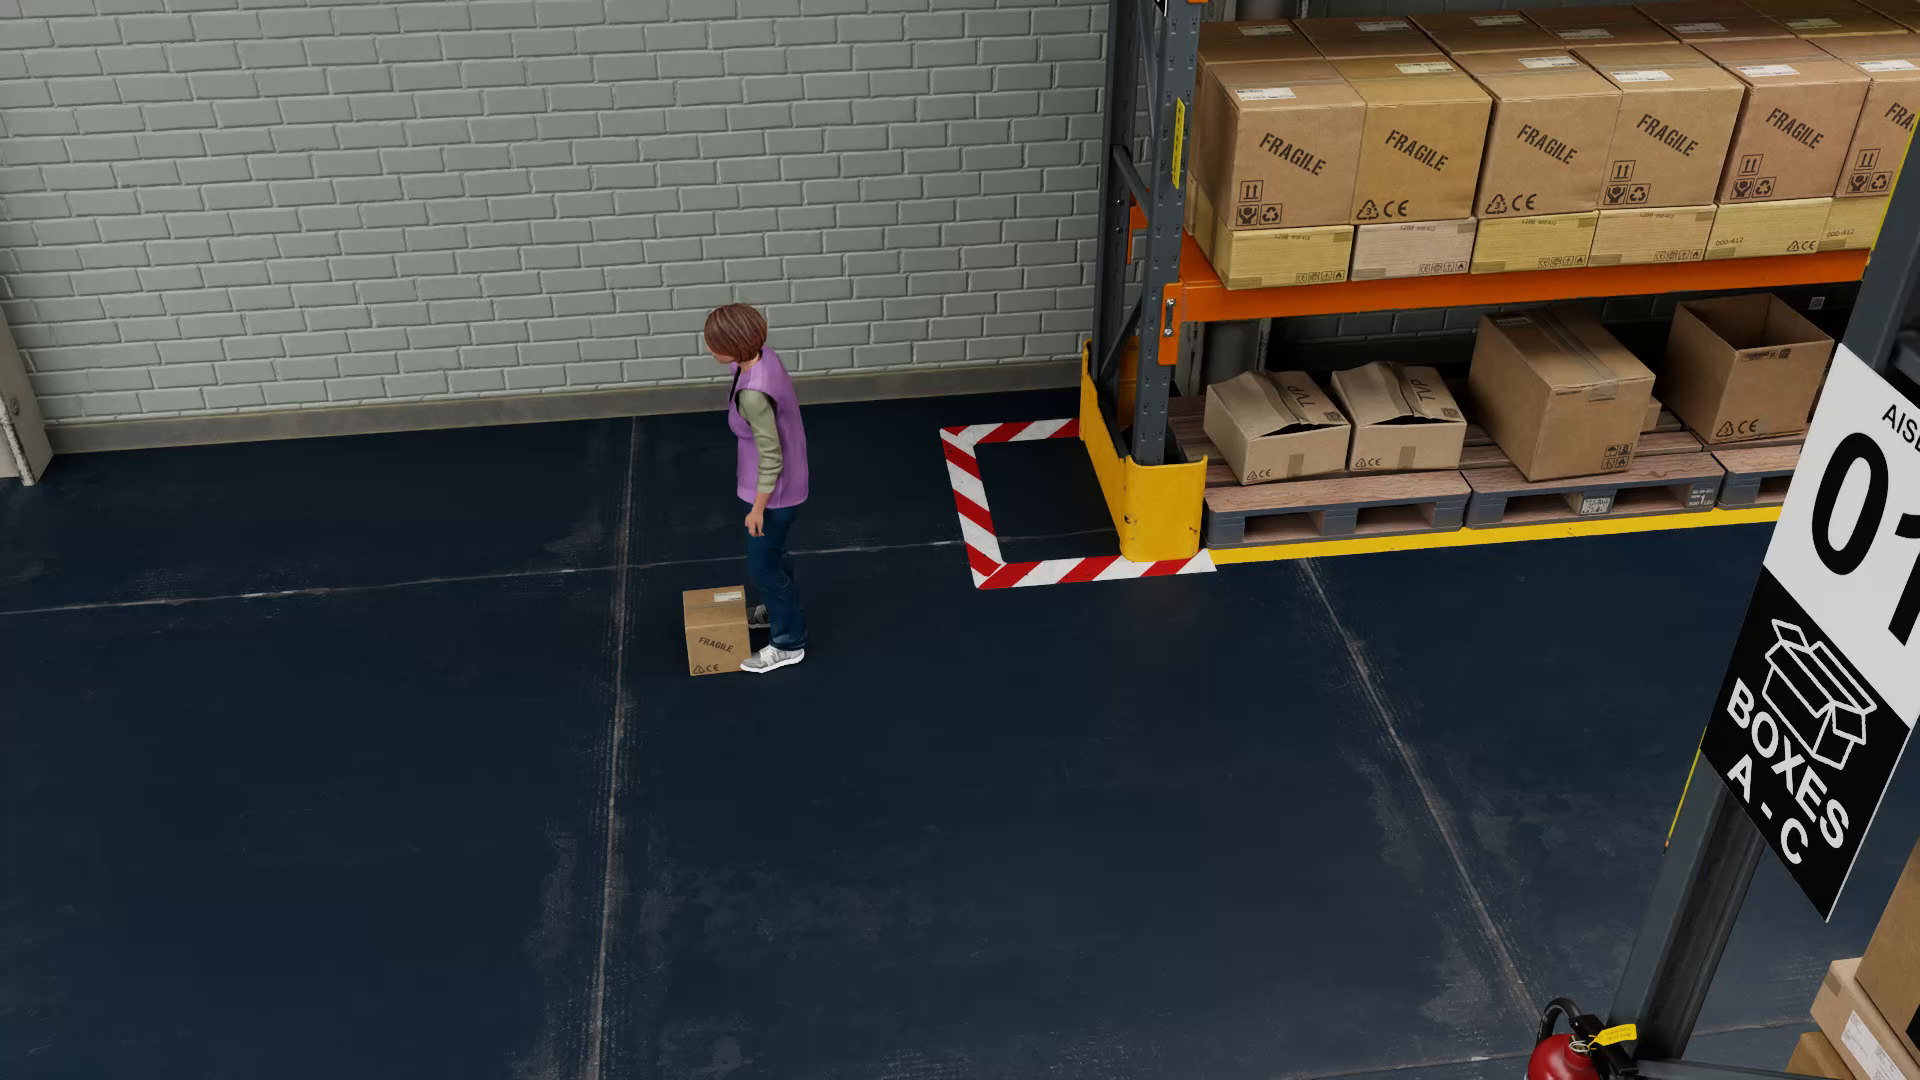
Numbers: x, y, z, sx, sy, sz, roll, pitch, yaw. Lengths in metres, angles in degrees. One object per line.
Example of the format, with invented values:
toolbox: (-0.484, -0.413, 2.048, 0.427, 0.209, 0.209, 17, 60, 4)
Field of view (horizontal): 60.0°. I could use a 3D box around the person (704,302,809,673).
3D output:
person: (-0.756, -0.203, 6.442, 0.343, 1.592, 0.460, -4, 35, -6)
